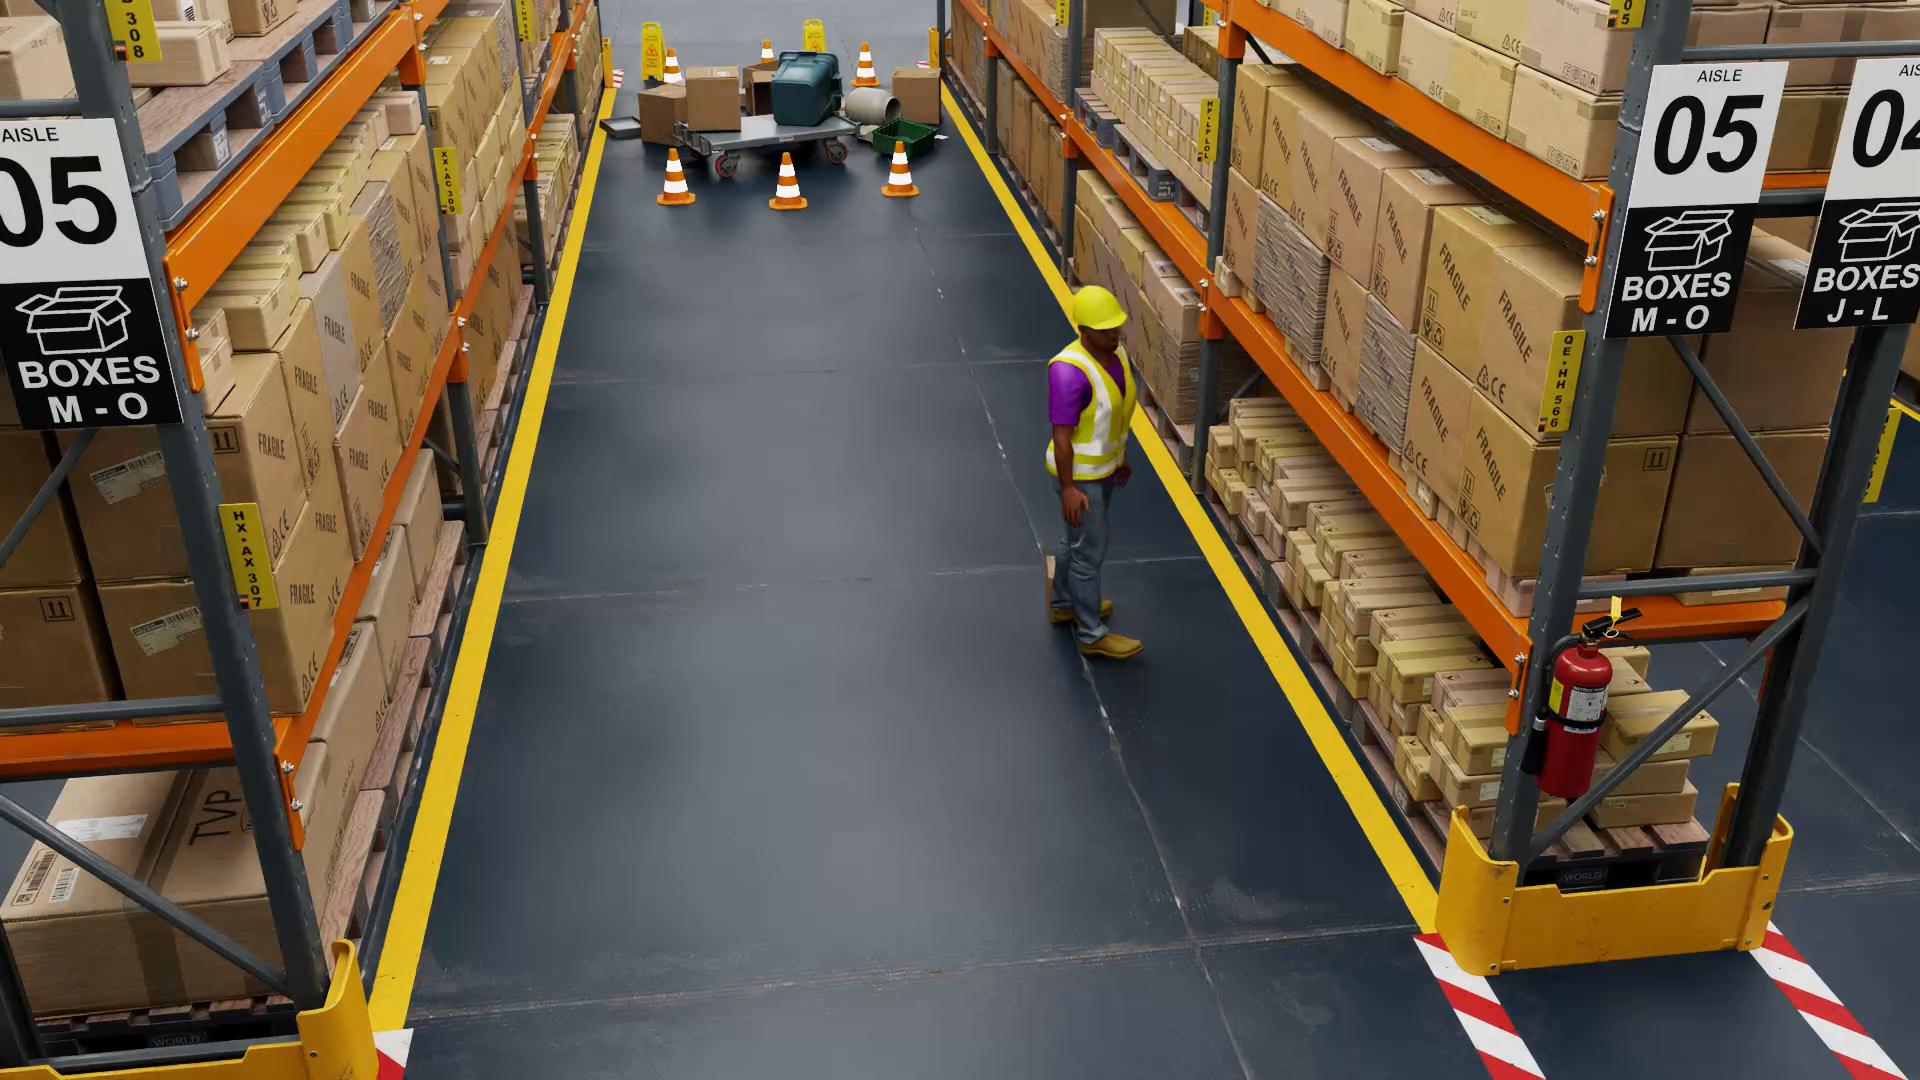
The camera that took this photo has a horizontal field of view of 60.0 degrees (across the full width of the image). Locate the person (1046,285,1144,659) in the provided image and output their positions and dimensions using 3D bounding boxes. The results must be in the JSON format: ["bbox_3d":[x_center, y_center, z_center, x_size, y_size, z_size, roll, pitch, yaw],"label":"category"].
[{"bbox_3d":[0.651,-0.309,7.642,0.560,1.763,0.651,13,30,24],"label":"person"}]
